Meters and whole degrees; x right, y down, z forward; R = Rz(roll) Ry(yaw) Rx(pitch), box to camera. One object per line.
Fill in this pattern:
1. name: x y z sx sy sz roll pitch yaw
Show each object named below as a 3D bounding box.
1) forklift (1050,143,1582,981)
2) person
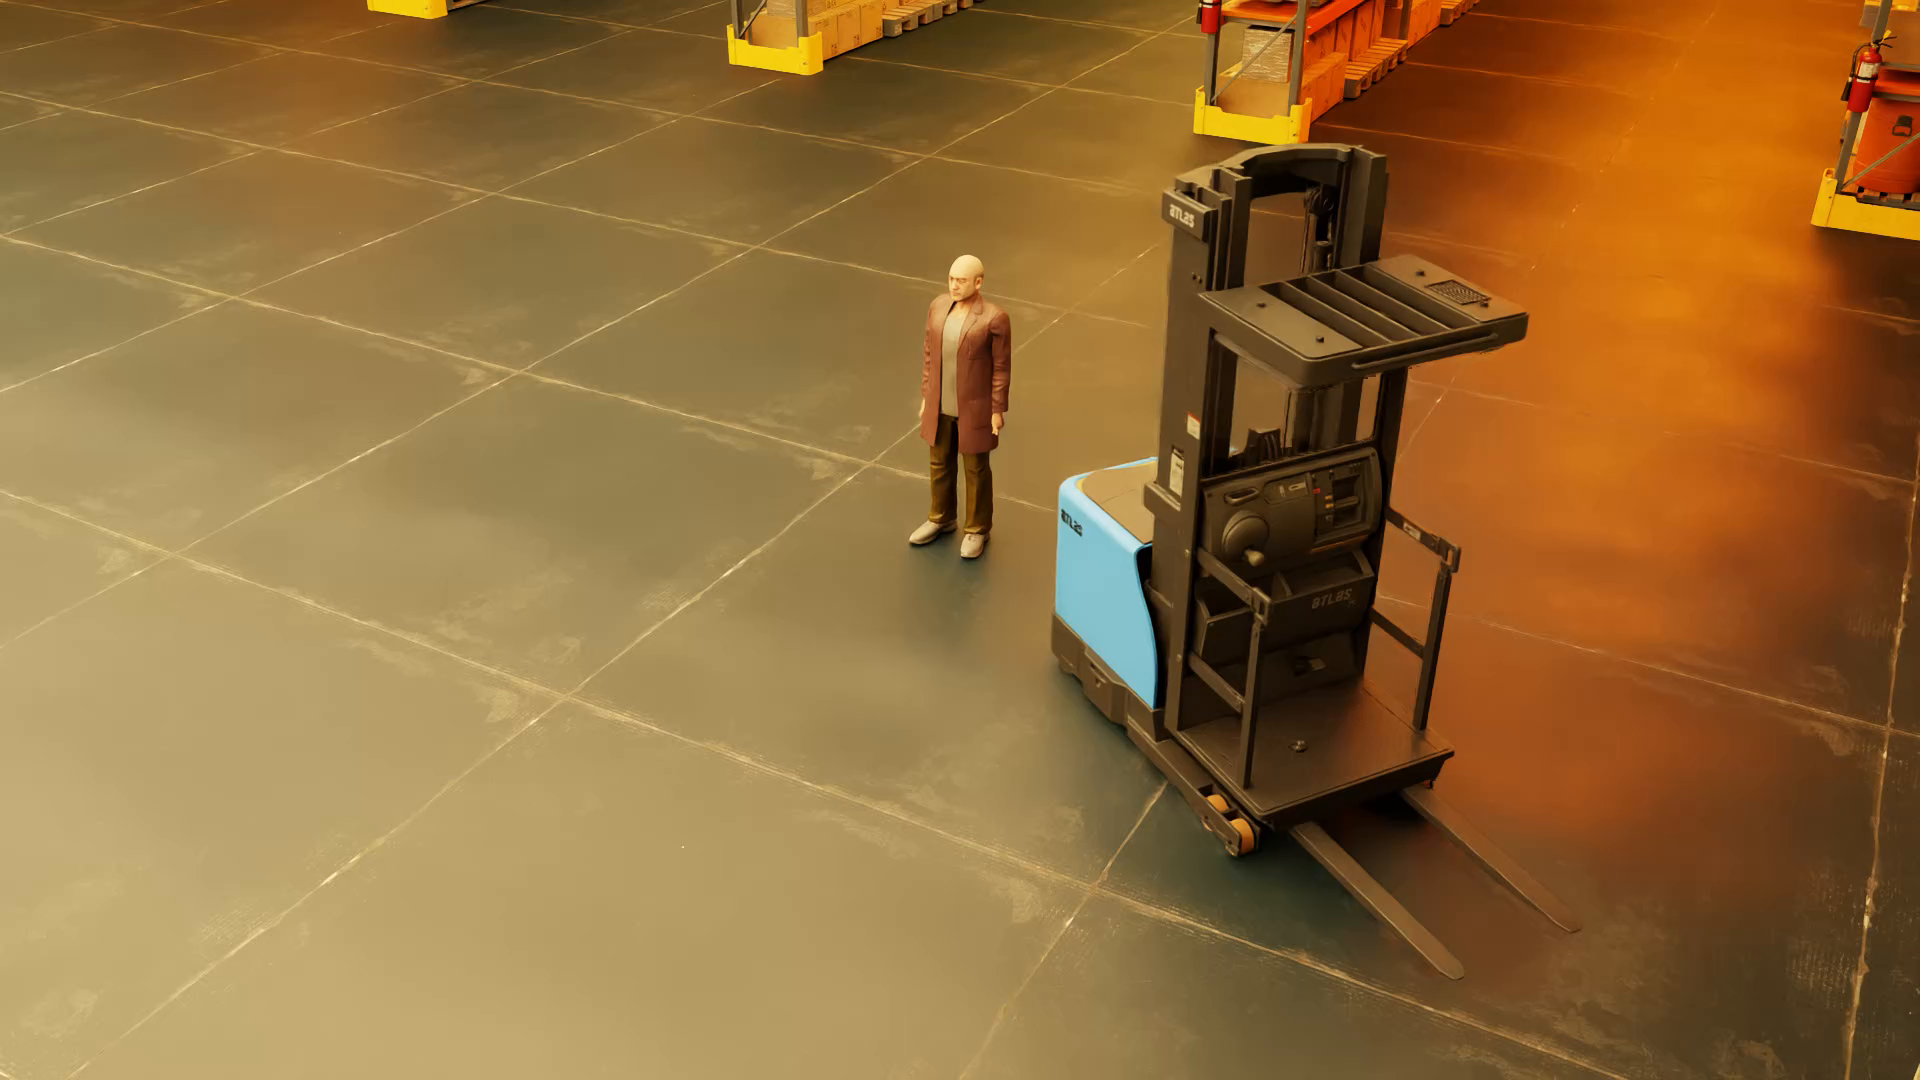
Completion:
1. forklift: 1.583 -0.094 7.234 1.130 2.935 3.031 -14 33 -22
2. person: 0.000 -0.760 9.538 0.551 1.782 0.390 15 33 25
